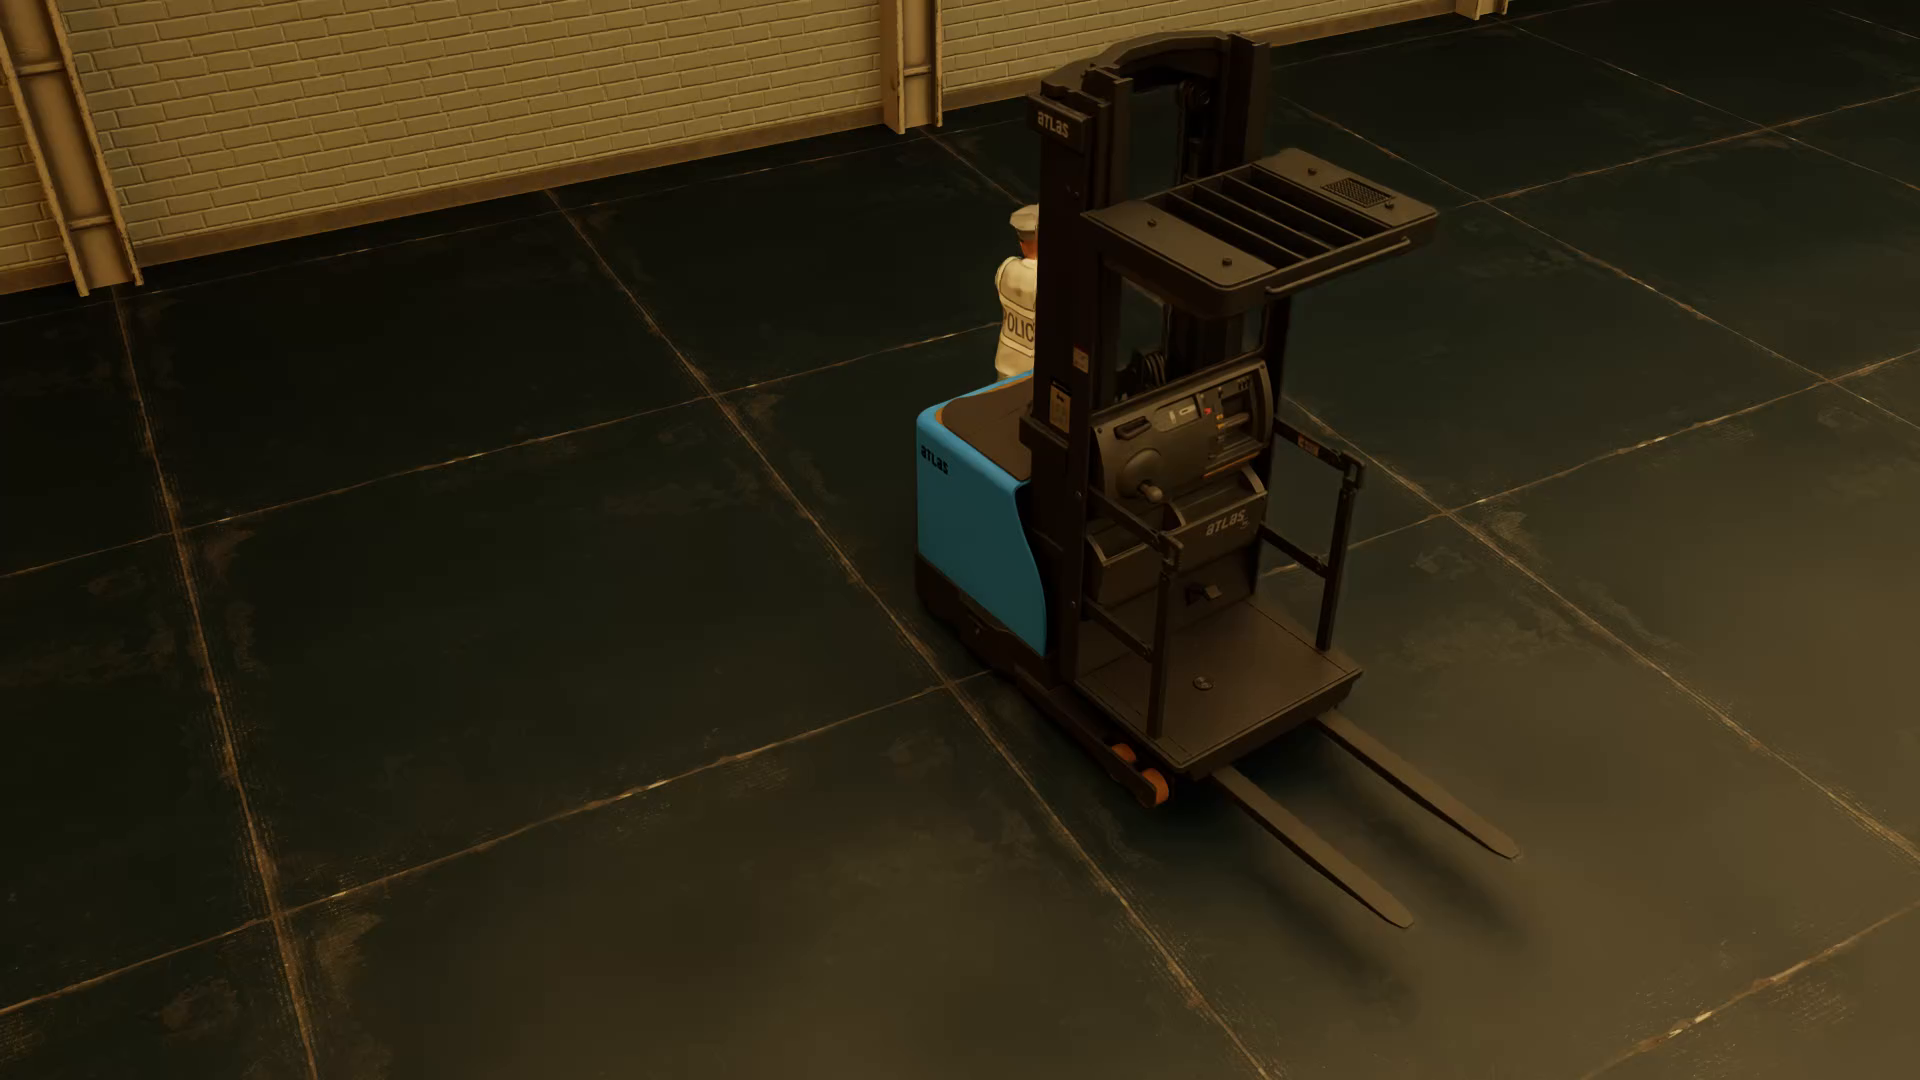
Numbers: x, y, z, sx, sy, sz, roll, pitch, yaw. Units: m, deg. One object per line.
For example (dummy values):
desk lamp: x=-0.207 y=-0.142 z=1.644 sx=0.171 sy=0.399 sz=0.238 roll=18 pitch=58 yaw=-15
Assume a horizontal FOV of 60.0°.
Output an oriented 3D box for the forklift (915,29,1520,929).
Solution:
forklift: x=1.049 y=-0.383 z=6.665 sx=1.130 sy=2.935 sz=3.031 roll=-23 pitch=41 yaw=-28

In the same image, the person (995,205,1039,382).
person: x=0.483 y=-0.876 z=8.469 sx=0.693 sy=1.681 sz=0.881 roll=27 pitch=43 yaw=33
